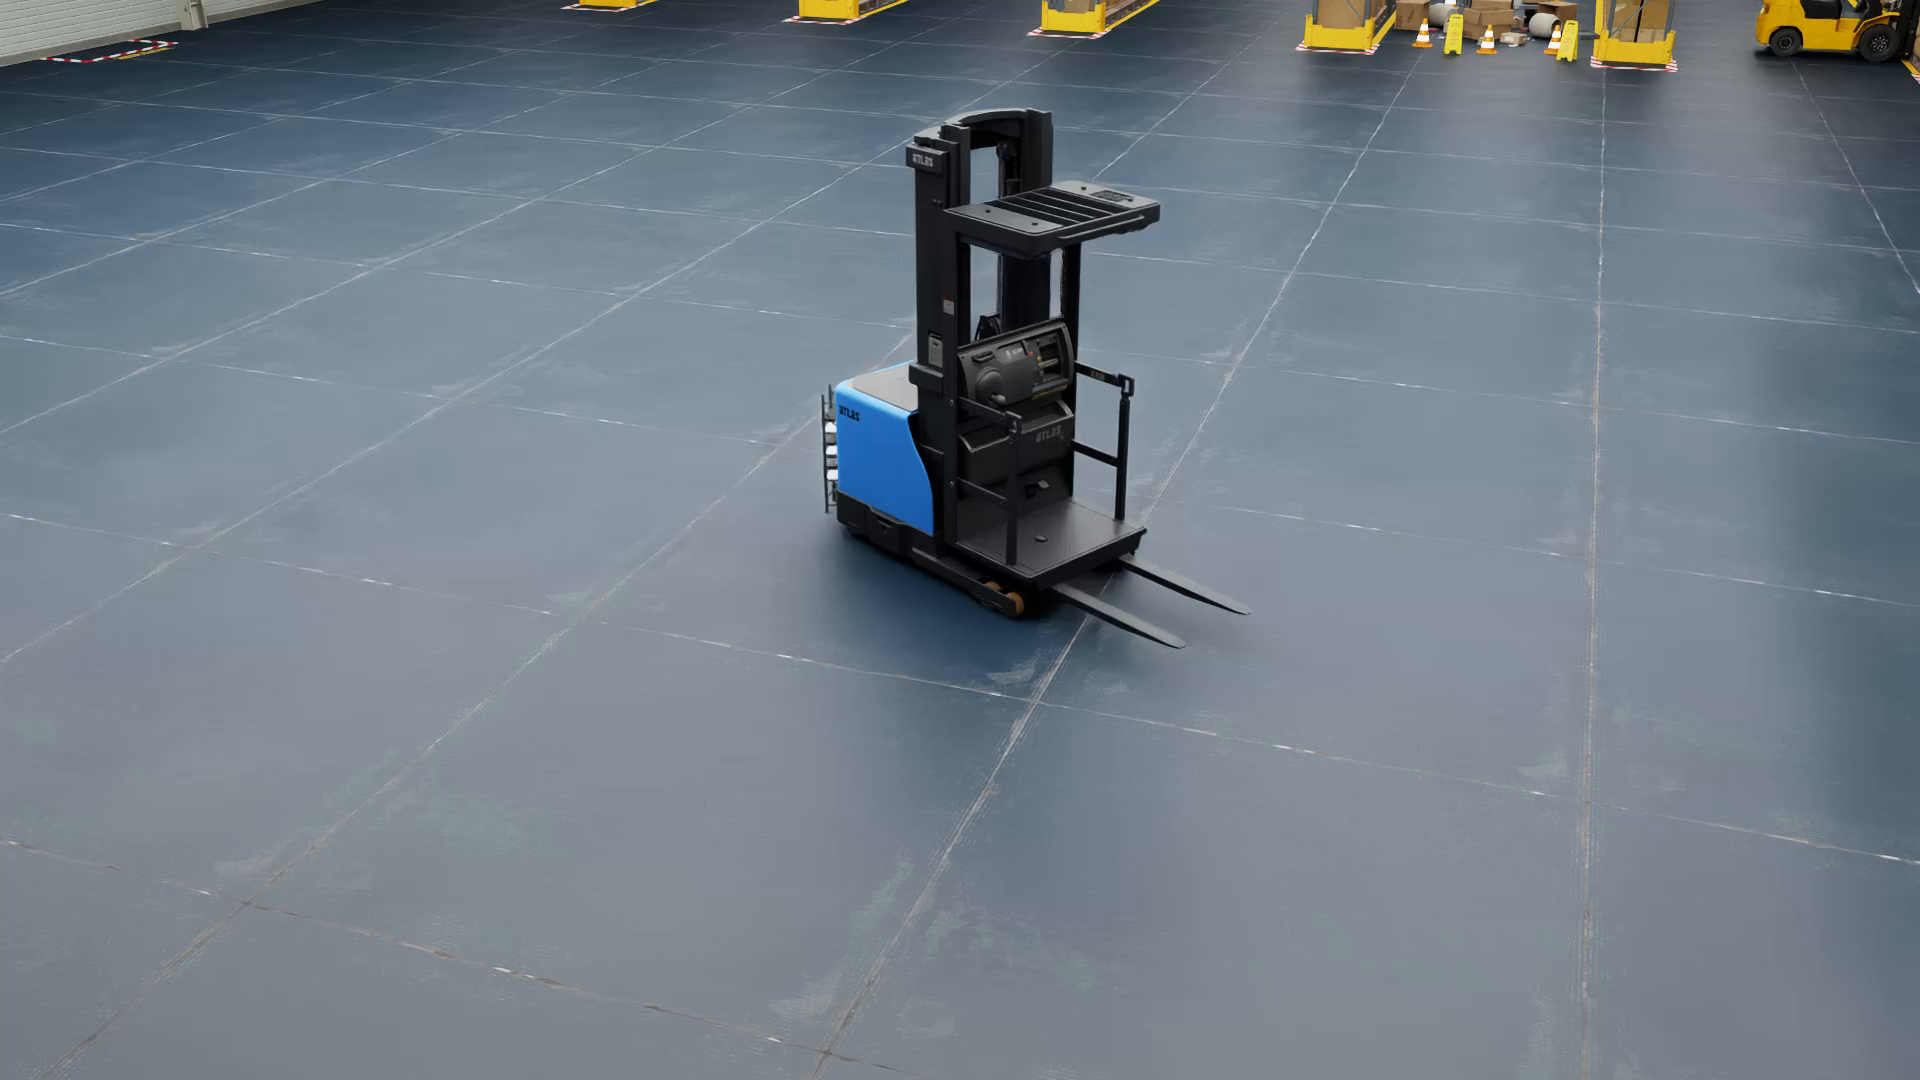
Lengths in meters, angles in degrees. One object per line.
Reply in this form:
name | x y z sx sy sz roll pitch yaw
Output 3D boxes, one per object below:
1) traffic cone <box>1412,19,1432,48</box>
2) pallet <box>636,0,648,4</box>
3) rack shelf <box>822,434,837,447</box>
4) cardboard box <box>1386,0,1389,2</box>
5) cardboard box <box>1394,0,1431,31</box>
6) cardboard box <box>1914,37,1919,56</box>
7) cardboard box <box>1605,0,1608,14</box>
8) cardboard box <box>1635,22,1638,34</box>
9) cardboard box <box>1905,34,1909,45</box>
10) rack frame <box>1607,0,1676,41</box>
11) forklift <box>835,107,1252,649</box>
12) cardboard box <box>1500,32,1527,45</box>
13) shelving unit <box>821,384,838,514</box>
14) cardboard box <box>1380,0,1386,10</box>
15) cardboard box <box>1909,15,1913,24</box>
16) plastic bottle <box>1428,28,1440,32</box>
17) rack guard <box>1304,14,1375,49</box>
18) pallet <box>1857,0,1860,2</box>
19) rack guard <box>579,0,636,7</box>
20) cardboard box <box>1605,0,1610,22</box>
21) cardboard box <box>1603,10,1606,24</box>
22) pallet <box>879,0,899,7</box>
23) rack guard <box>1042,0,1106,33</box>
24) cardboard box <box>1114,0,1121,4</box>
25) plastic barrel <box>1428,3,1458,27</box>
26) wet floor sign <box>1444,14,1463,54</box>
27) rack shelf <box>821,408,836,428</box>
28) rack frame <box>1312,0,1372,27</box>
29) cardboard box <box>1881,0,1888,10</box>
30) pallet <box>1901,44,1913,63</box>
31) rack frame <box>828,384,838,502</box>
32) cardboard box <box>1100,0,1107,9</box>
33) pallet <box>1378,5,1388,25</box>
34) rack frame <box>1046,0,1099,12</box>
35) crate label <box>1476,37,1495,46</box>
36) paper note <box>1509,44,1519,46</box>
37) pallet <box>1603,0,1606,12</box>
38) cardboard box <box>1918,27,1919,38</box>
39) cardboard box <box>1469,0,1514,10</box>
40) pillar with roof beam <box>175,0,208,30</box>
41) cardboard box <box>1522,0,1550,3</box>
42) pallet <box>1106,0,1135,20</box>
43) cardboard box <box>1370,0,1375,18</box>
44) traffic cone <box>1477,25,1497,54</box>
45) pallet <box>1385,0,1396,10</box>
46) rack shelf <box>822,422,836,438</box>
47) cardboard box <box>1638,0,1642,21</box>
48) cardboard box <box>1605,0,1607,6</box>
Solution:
traffic cone | 8.263 -9.041 29.616 0.336 0.463 0.334 9 27 17
pallet | -7.022 -11.435 34.849 1.003 0.211 1.213 9 27 17
rack shelf | -0.823 -0.684 11.724 0.258 0.077 0.200 4 26 9
cardboard box | 8.200 -11.259 33.386 1.050 0.750 0.750 9 27 17
cardboard box | 8.529 -9.904 31.352 0.500 0.500 0.500 14 29 26
cardboard box | 16.164 -8.170 27.578 0.500 0.250 0.500 9 27 17
cardboard box | 11.988 -9.790 30.063 0.500 0.500 0.500 10 28 20
cardboard box | 12.325 -9.172 29.649 0.500 0.250 0.500 11 28 21
cardboard box | 16.490 -8.591 28.448 0.500 0.250 0.500 10 27 19
rack frame | 11.449 -9.495 27.641 1.000 3.000 0.127 9 27 17
forklift | 0.505 -1.075 10.331 1.130 2.935 3.031 -22 33 -37
cardboard box | 9.980 -9.043 29.980 0.250 0.149 0.380 -20 33 -36
shelving unit | -0.823 -0.633 11.749 0.258 0.900 0.210 4 26 9
cardboard box | 7.803 -10.799 32.292 0.875 0.875 0.875 9 27 18
cardboard box | 16.497 -8.823 28.354 0.500 0.250 0.500 9 27 17
plastic bottle | 8.821 -9.546 31.119 0.283 0.061 0.133 0 26 -1
rack guard | 6.739 -9.036 29.563 1.175 0.500 0.348 9 27 17
pallet | 19.077 -11.110 34.178 1.003 0.211 1.213 9 27 17
rack guard | -7.245 -11.235 34.104 1.175 0.500 0.348 9 27 17
cardboard box | 11.640 -9.366 29.188 0.500 0.500 0.500 10 28 19
cardboard box | 12.162 -9.666 30.668 0.500 0.250 0.500 10 28 20
pallet | -1.903 -11.266 34.499 1.003 0.211 1.213 9 27 17
rack guard | 2.129 -9.838 31.219 1.175 0.500 0.348 9 27 17
cardboard box | 2.948 -10.978 33.091 0.500 0.500 0.500 6 27 13
plastic barrel | 9.147 -9.967 31.572 0.421 0.421 0.512 -14 29 -27
wet floor sign | 8.605 -8.812 28.934 0.267 0.644 0.232 4 26 8
rack shelf | -0.823 -0.846 11.646 0.258 0.077 0.200 4 26 9
rack frame | 6.747 -10.171 29.038 1.000 3.000 0.127 9 27 17
cardboard box | 18.139 -10.383 31.720 0.875 0.625 0.625 8 27 15
pallet | 16.753 -8.341 28.459 1.003 0.211 1.213 9 27 17
rack frame | -0.805 -0.677 11.839 0.240 0.900 0.006 4 26 9
cardboard box | 2.494 -10.500 32.105 0.500 0.500 0.500 17 30 31
pallet | 7.752 -10.258 32.419 1.003 0.211 1.213 9 27 17
rack frame | 2.104 -10.932 30.610 1.000 3.000 0.127 9 27 17
crate label | 9.419 -8.923 29.746 0.250 0.136 0.298 -5 26 -9
paper note | 9.886 -8.835 29.687 0.148 0.019 0.142 0 26 -1
pallet | 13.442 -10.707 33.344 1.003 0.211 1.213 9 27 17
cardboard box | 16.175 -8.403 27.486 0.500 0.250 0.500 8 27 17
cardboard box | 9.949 -9.907 31.201 0.797 0.637 0.503 9 27 17
pillar with roof beam | -10.429 -13.110 28.224 9.100 9.000 0.400 9 27 17
cardboard box | 11.091 -10.600 31.924 0.500 0.500 0.500 9 27 17
pallet | 2.840 -10.536 32.993 1.003 0.211 1.213 9 27 17
cardboard box | 7.201 -10.054 30.752 0.875 0.875 0.875 8 27 17
traffic cone | 9.216 -8.738 28.989 0.336 0.463 0.334 9 27 17
pallet | 8.264 -10.888 33.718 1.003 0.211 1.213 9 27 17
rack shelf | -0.823 -0.765 11.685 0.258 0.077 0.200 4 26 9
cardboard box | 12.155 -9.300 29.053 0.500 0.500 0.500 8 27 16
cardboard box | 12.329 -10.224 30.961 0.500 0.500 0.500 10 28 20
